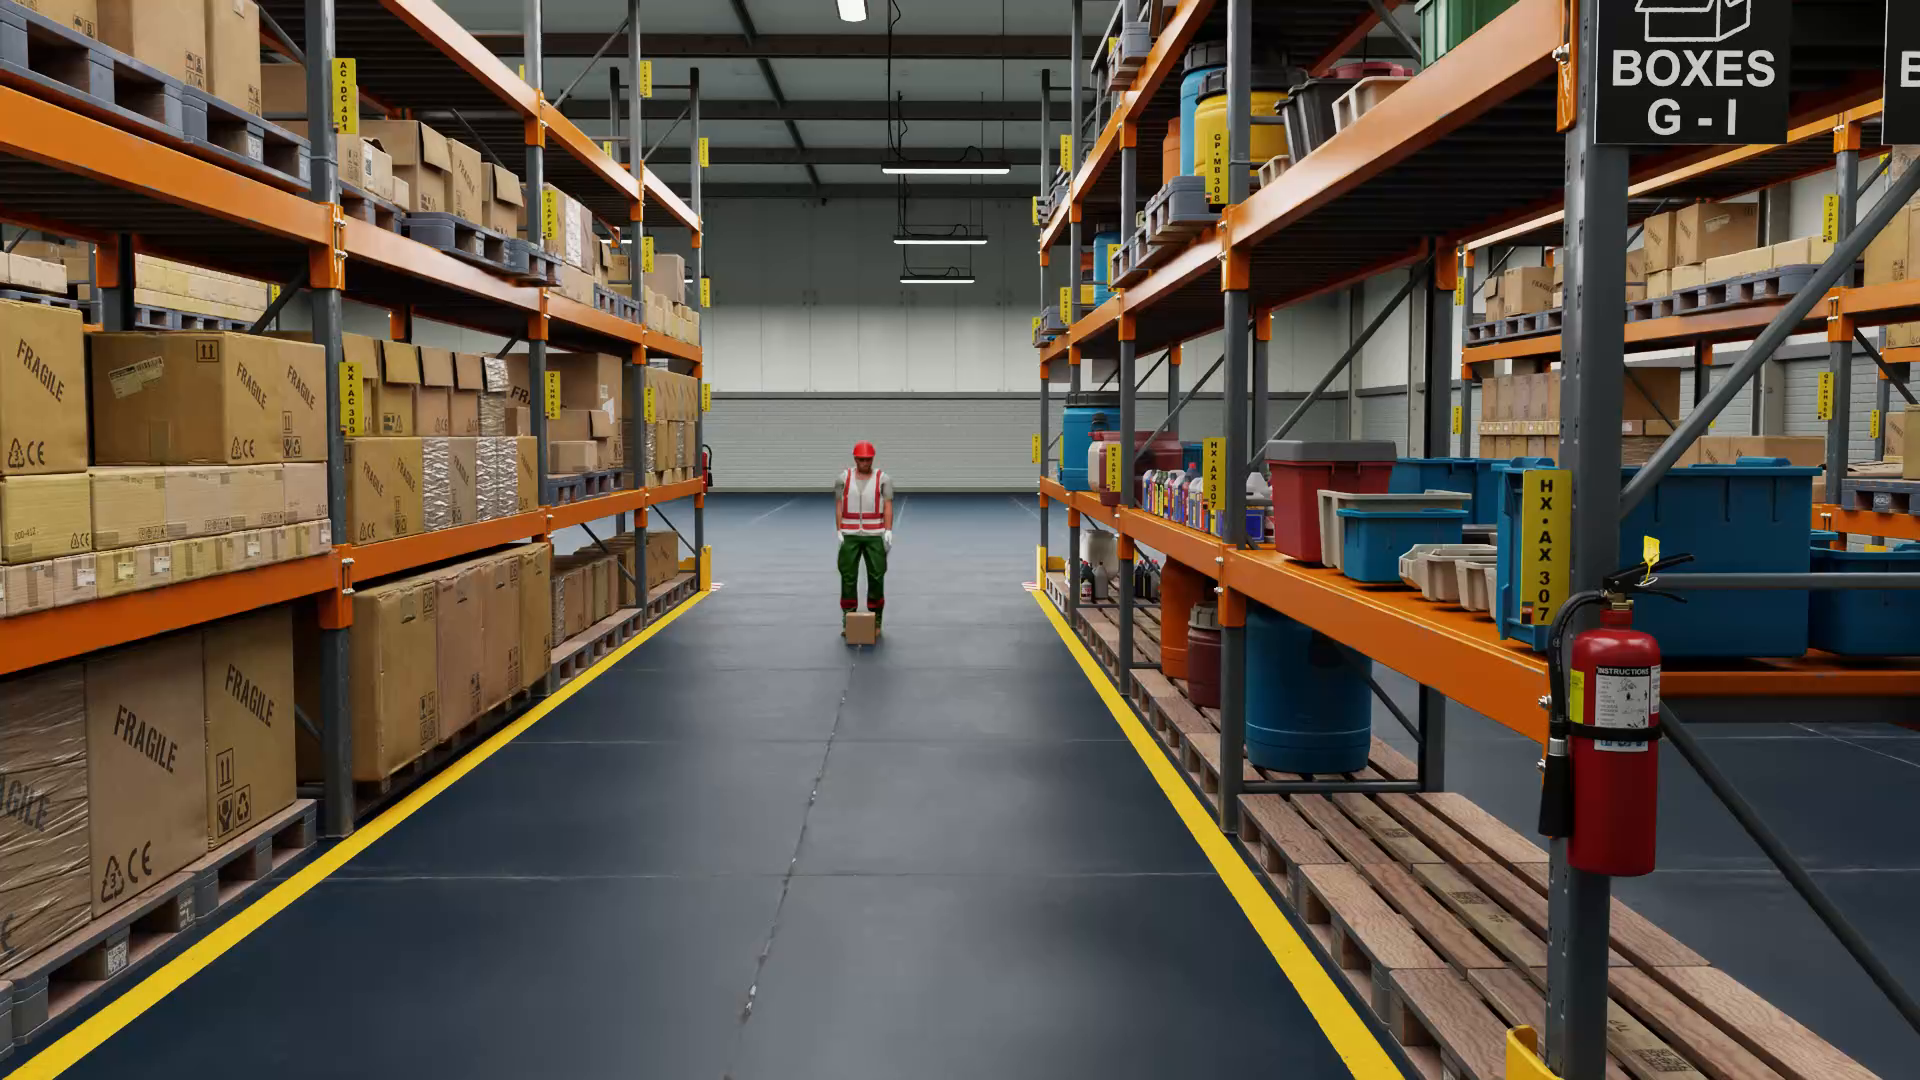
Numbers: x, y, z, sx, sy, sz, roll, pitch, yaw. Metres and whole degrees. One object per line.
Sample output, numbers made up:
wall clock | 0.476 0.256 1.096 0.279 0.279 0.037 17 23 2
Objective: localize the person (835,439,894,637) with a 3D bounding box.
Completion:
person | -0.859 -0.018 14.916 0.530 1.777 0.371 0 4 0
